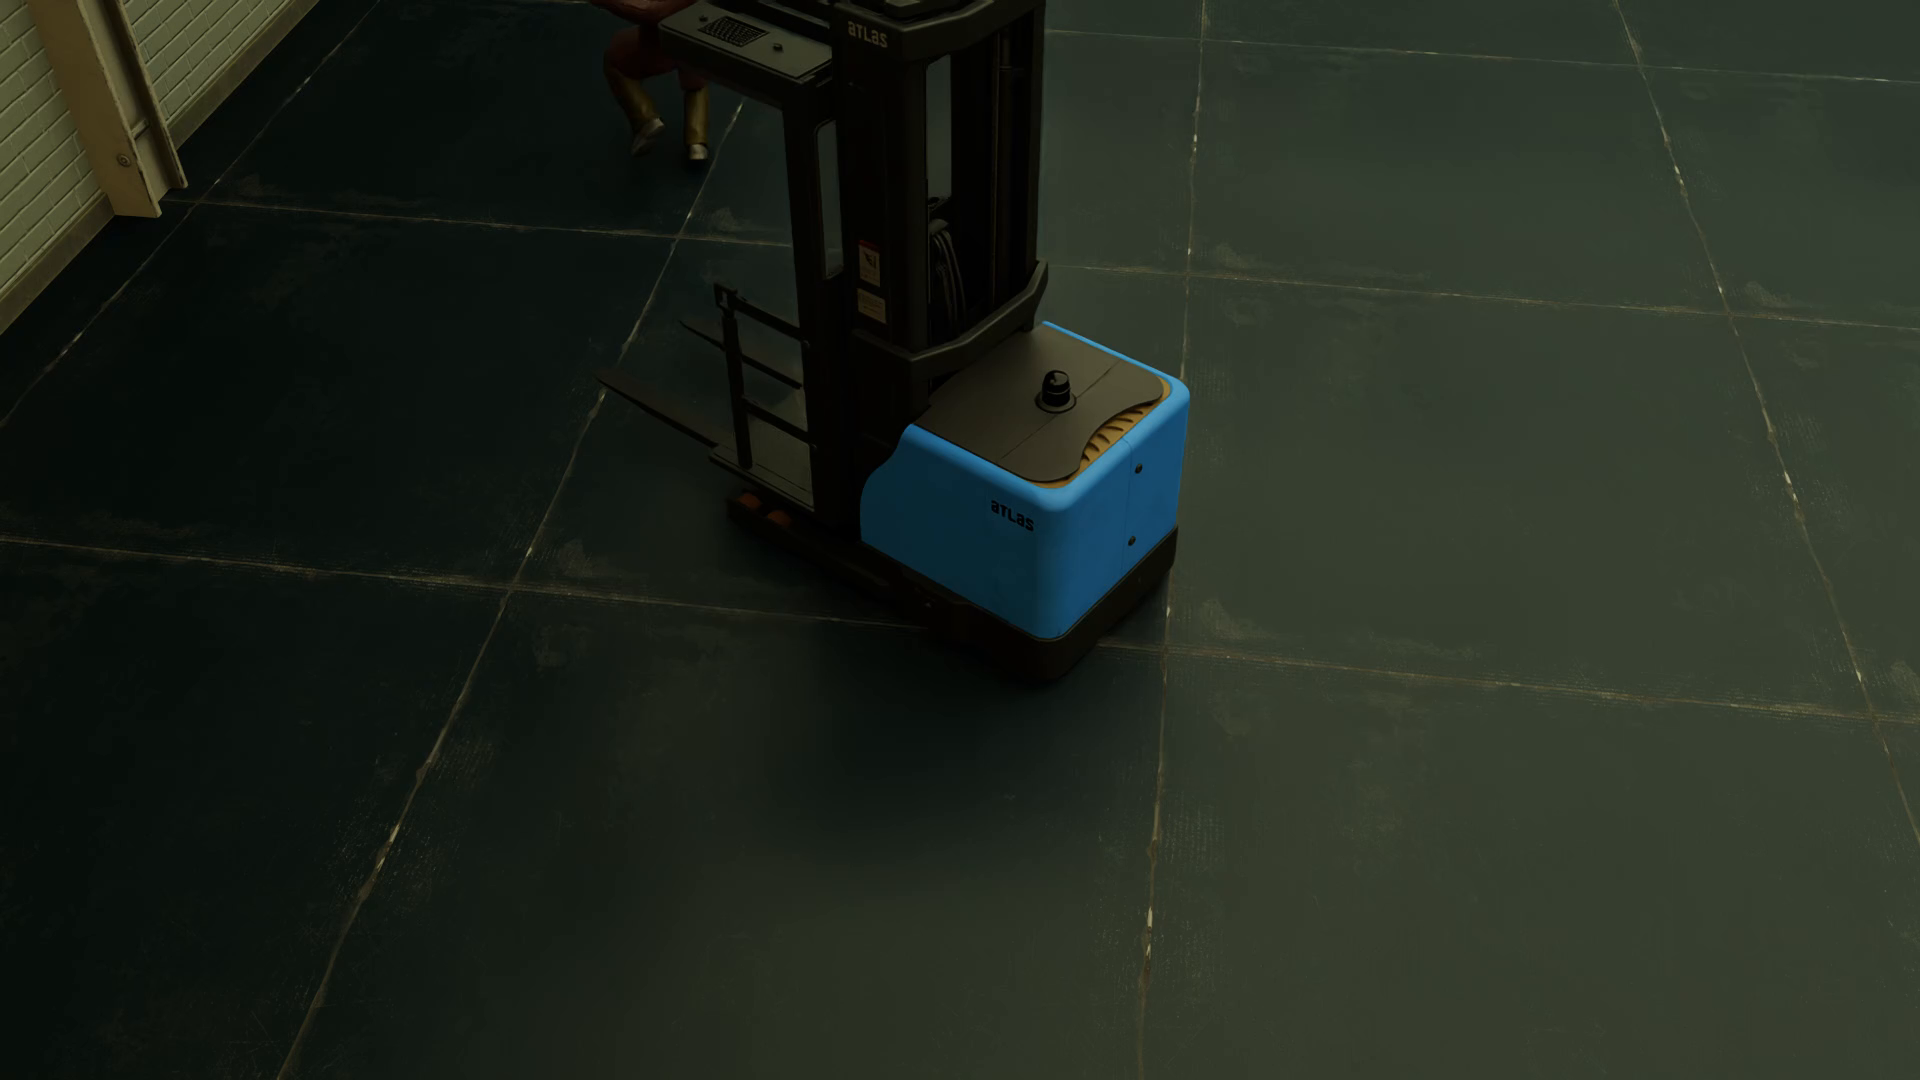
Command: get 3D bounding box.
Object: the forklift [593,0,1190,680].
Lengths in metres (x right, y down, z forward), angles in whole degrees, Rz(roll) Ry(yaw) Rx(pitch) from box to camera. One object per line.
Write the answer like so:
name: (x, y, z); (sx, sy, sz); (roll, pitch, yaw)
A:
forklift: (-0.481, -1.309, 7.149); (3.031, 2.935, 1.130); (28, 49, 27)

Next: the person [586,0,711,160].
person: (-1.949, -3.021, 9.952); (1.137, 1.729, 0.813); (-16, 45, -17)
